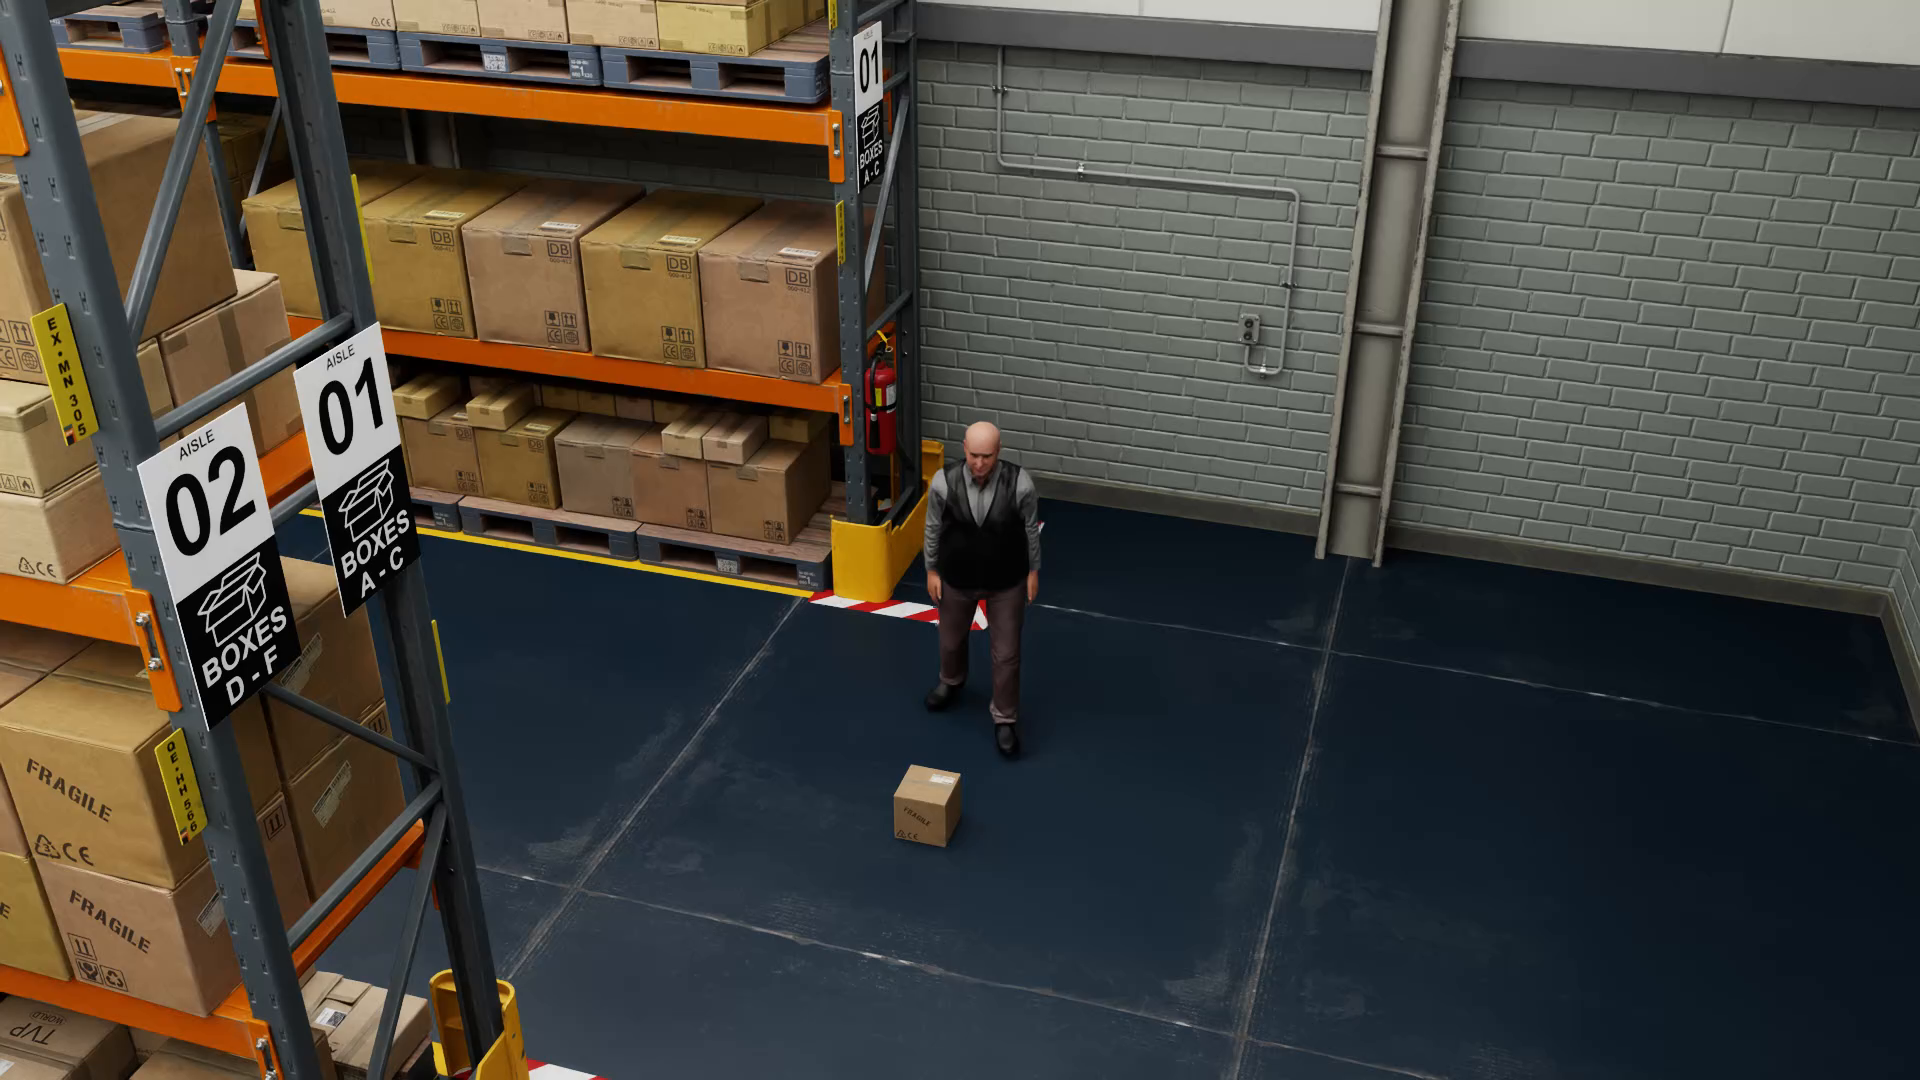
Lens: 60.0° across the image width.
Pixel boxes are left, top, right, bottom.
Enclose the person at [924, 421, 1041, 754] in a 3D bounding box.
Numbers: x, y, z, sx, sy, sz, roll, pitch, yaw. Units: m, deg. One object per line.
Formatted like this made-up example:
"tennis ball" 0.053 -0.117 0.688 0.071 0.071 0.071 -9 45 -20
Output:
"person" 0.097 0.196 8.176 0.593 1.721 0.644 2 29 4
